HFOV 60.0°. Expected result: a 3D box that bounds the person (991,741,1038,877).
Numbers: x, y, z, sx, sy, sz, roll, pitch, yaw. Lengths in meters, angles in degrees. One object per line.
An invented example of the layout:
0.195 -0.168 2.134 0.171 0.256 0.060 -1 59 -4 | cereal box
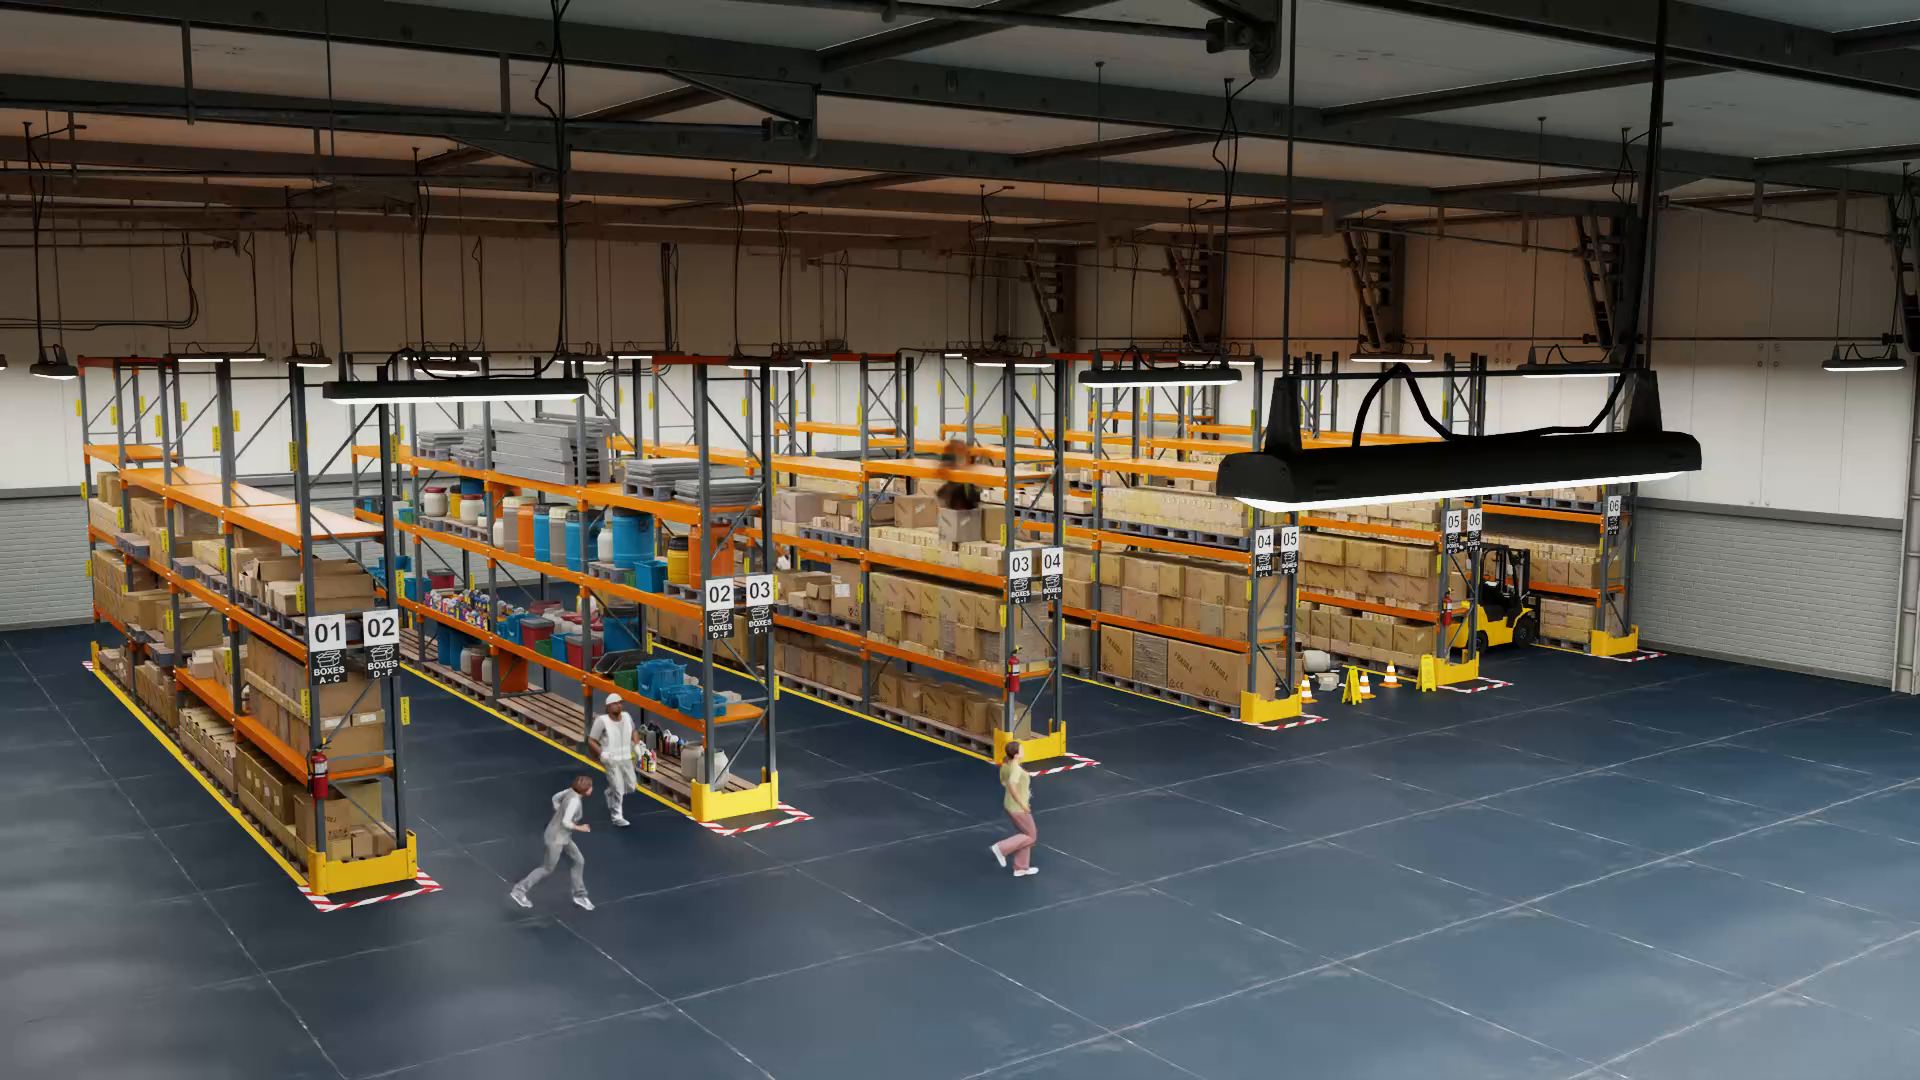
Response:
0.630 3.163 19.576 0.598 1.626 0.596 -2 7 -19 | person

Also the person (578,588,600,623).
-7.052 1.660 31.749 0.544 1.705 0.691 -7 10 -43 | person

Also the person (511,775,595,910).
-4.512 3.374 18.395 0.916 1.545 0.579 -2 7 -15 | person

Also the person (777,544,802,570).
-3.852 0.958 37.322 0.678 1.762 0.647 -3 8 -24 | person

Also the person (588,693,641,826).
-4.519 2.845 21.697 0.642 1.739 0.730 7 10 44 | person
